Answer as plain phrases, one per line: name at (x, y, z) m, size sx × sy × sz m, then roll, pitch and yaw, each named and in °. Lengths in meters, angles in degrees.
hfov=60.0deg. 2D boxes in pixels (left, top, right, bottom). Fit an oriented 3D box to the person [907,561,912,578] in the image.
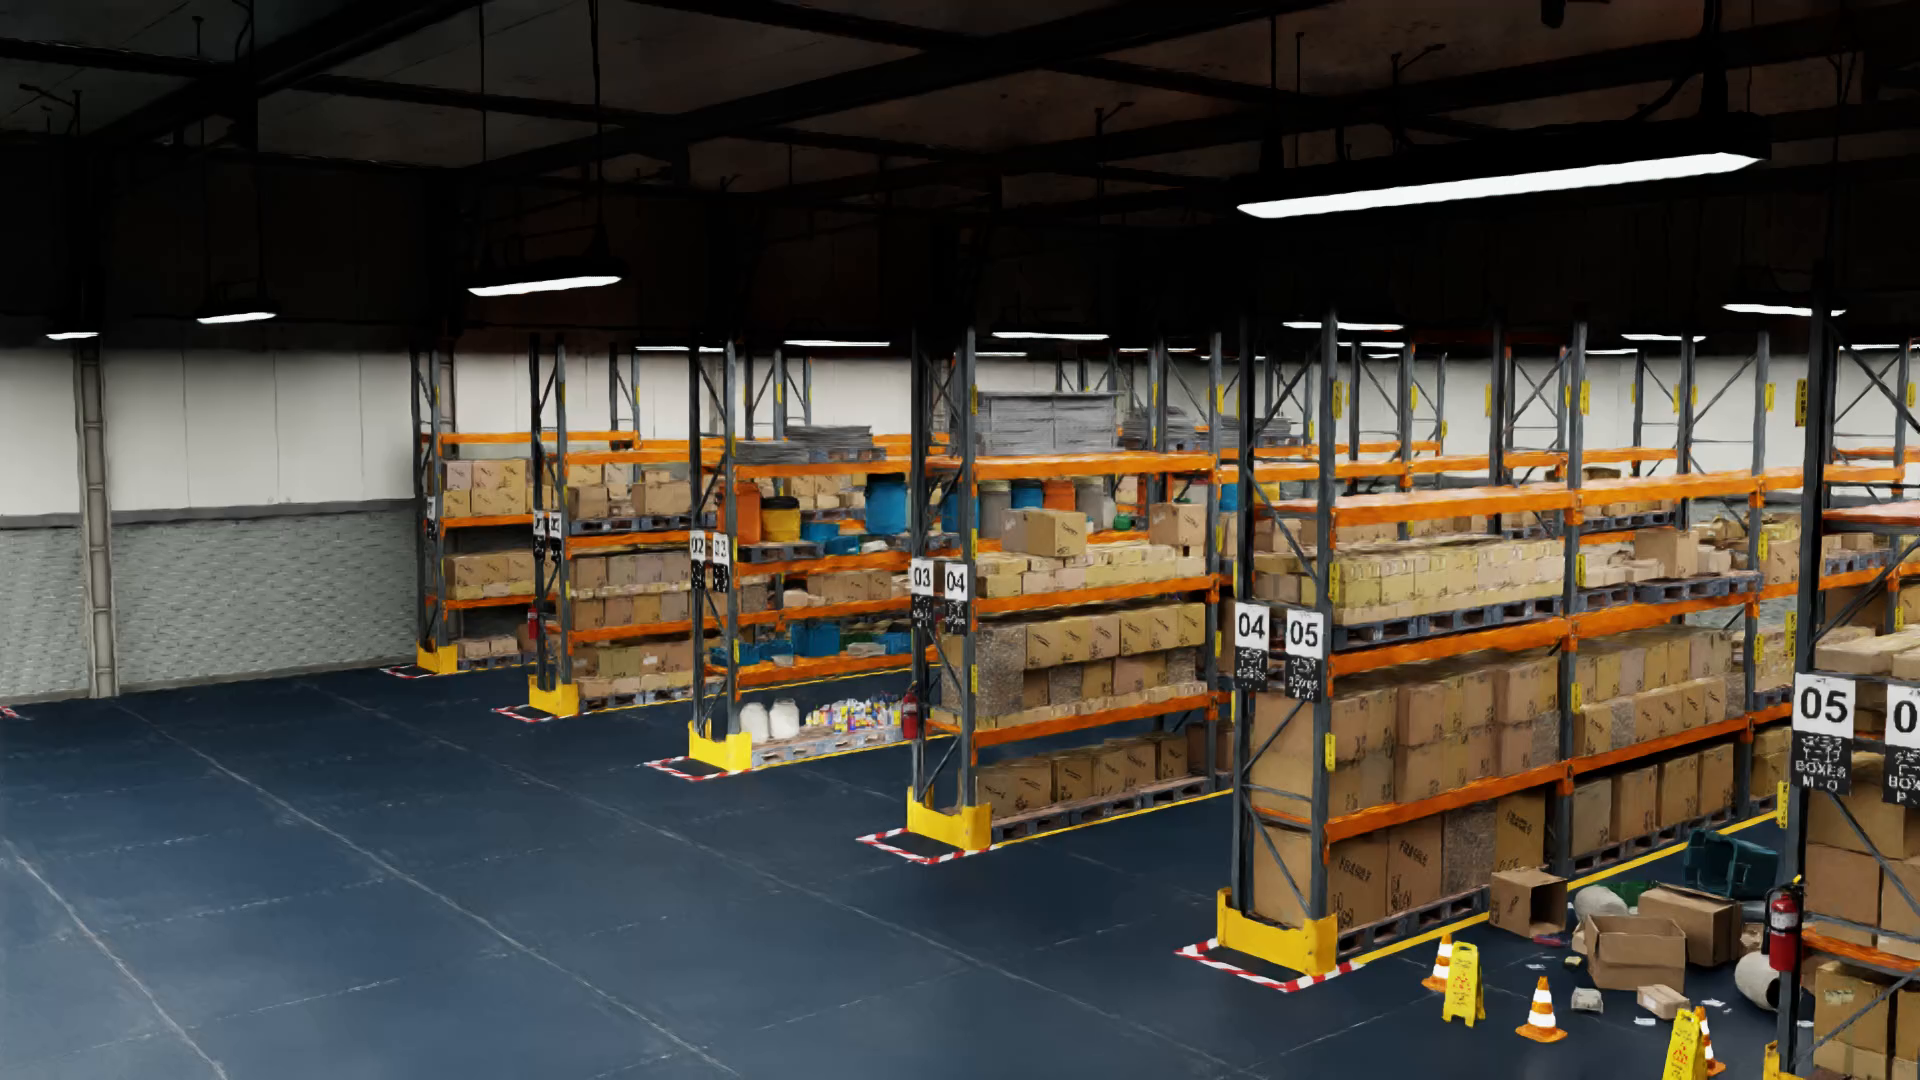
person at (-0.867, 1.100, 34.938) m, size 0.802 × 1.689 × 0.716 m, roll -4°, pitch 6°, yaw -34°
